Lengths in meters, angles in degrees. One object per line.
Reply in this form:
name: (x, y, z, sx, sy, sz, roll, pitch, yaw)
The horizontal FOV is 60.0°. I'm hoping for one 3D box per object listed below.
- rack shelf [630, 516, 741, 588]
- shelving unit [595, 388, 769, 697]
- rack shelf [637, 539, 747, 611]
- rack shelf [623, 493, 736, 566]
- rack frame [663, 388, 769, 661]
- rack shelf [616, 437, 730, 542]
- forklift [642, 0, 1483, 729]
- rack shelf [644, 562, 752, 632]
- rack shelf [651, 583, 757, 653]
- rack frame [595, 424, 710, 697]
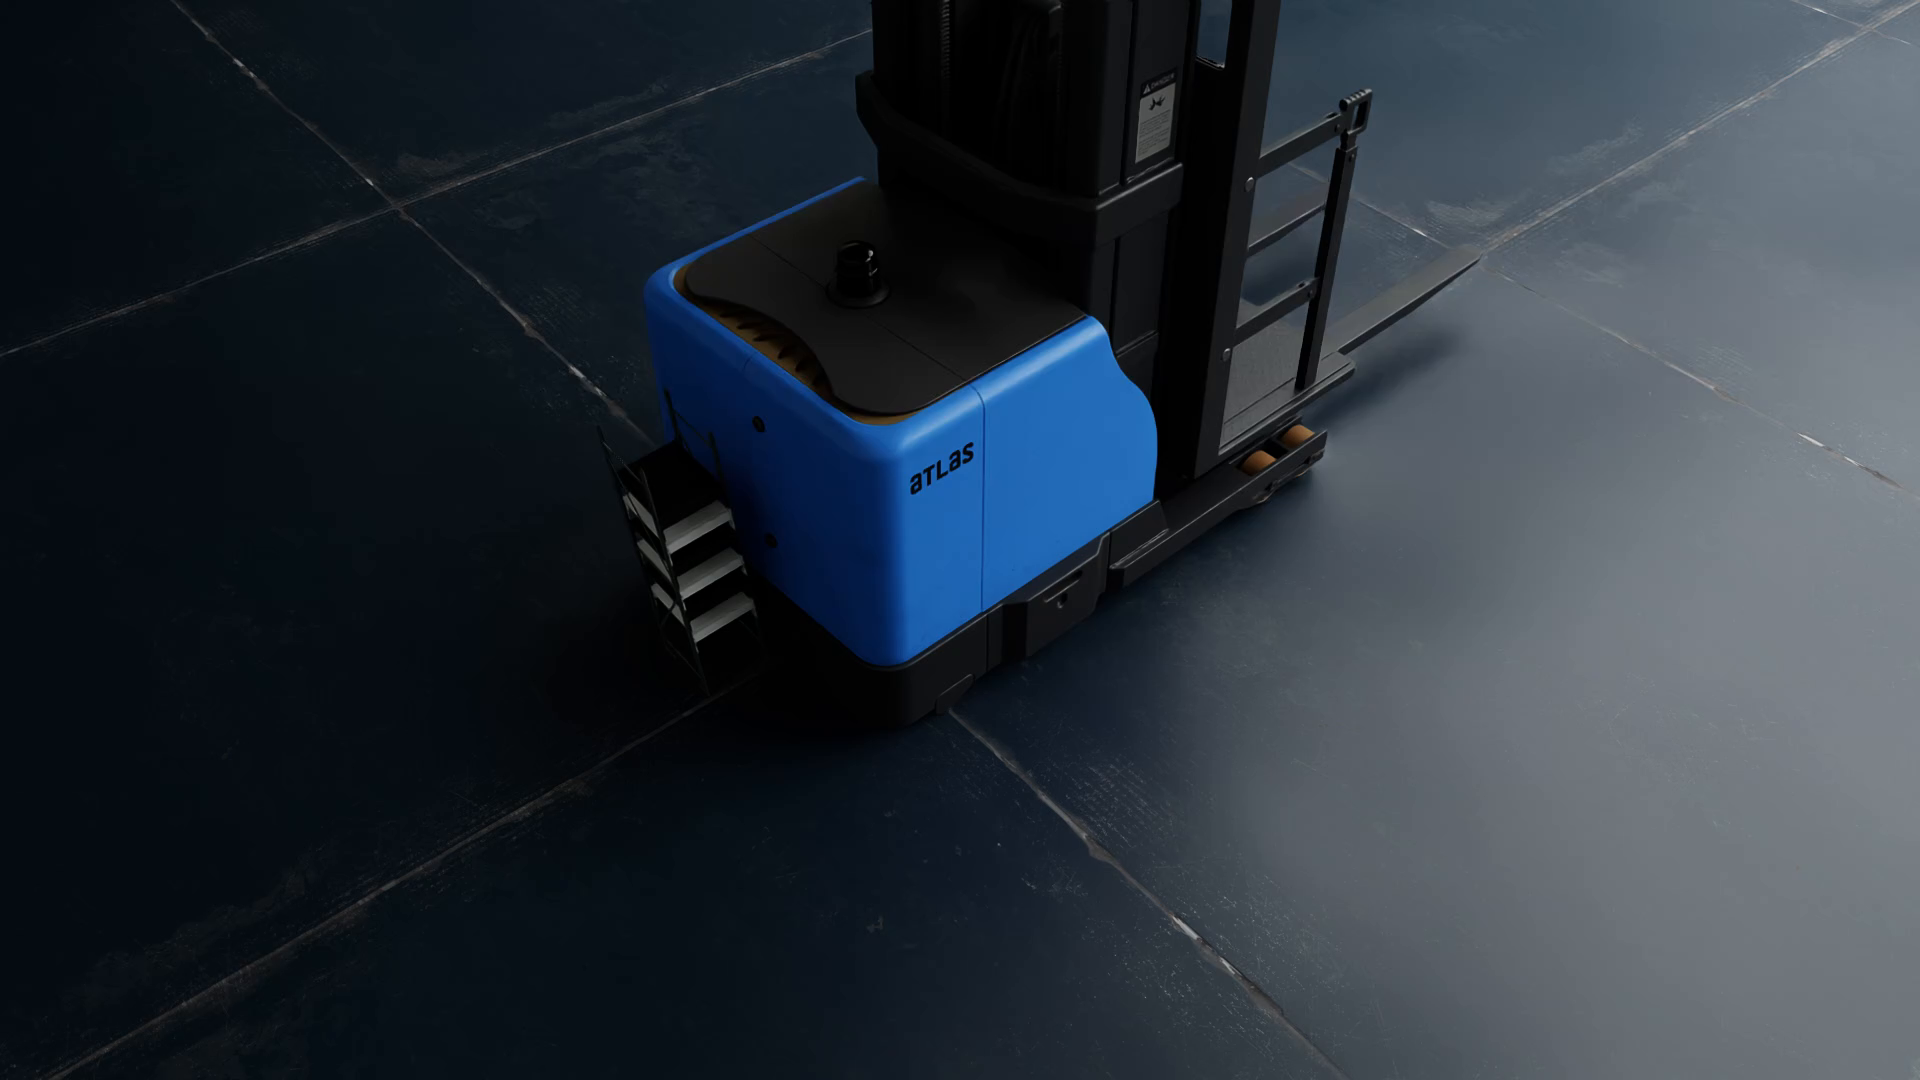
rack shelf: (-0.749, -0.012, 4.511, 0.200, 0.077, 0.258, -32, 52, -23)
shelving unit: (-0.745, 0.027, 4.552, 0.210, 0.900, 0.258, -32, 52, -23)
rack shelf: (-0.743, 0.050, 4.576, 0.200, 0.077, 0.258, -32, 52, -23)
rack shelf: (-0.756, -0.074, 4.446, 0.200, 0.077, 0.258, -32, 52, -23)
rack frame: (-0.666, -0.022, 4.591, 0.006, 0.900, 0.240, -32, 52, -23)
rack shelf: (-0.763, -0.135, 4.381, 0.200, 0.077, 0.258, -32, 52, -23)
forklift: (0.561, -1.427, 4.628, 3.031, 2.935, 1.130, -32, 52, -29)
rack shelf: (-0.736, 0.112, 4.641, 0.200, 0.077, 0.258, -32, 52, -23)
rack shelf: (-0.730, 0.174, 4.706, 0.200, 0.077, 0.258, -32, 52, -23)
rack frame: (-0.825, 0.077, 4.513, 0.006, 0.900, 0.240, -32, 52, -23)
